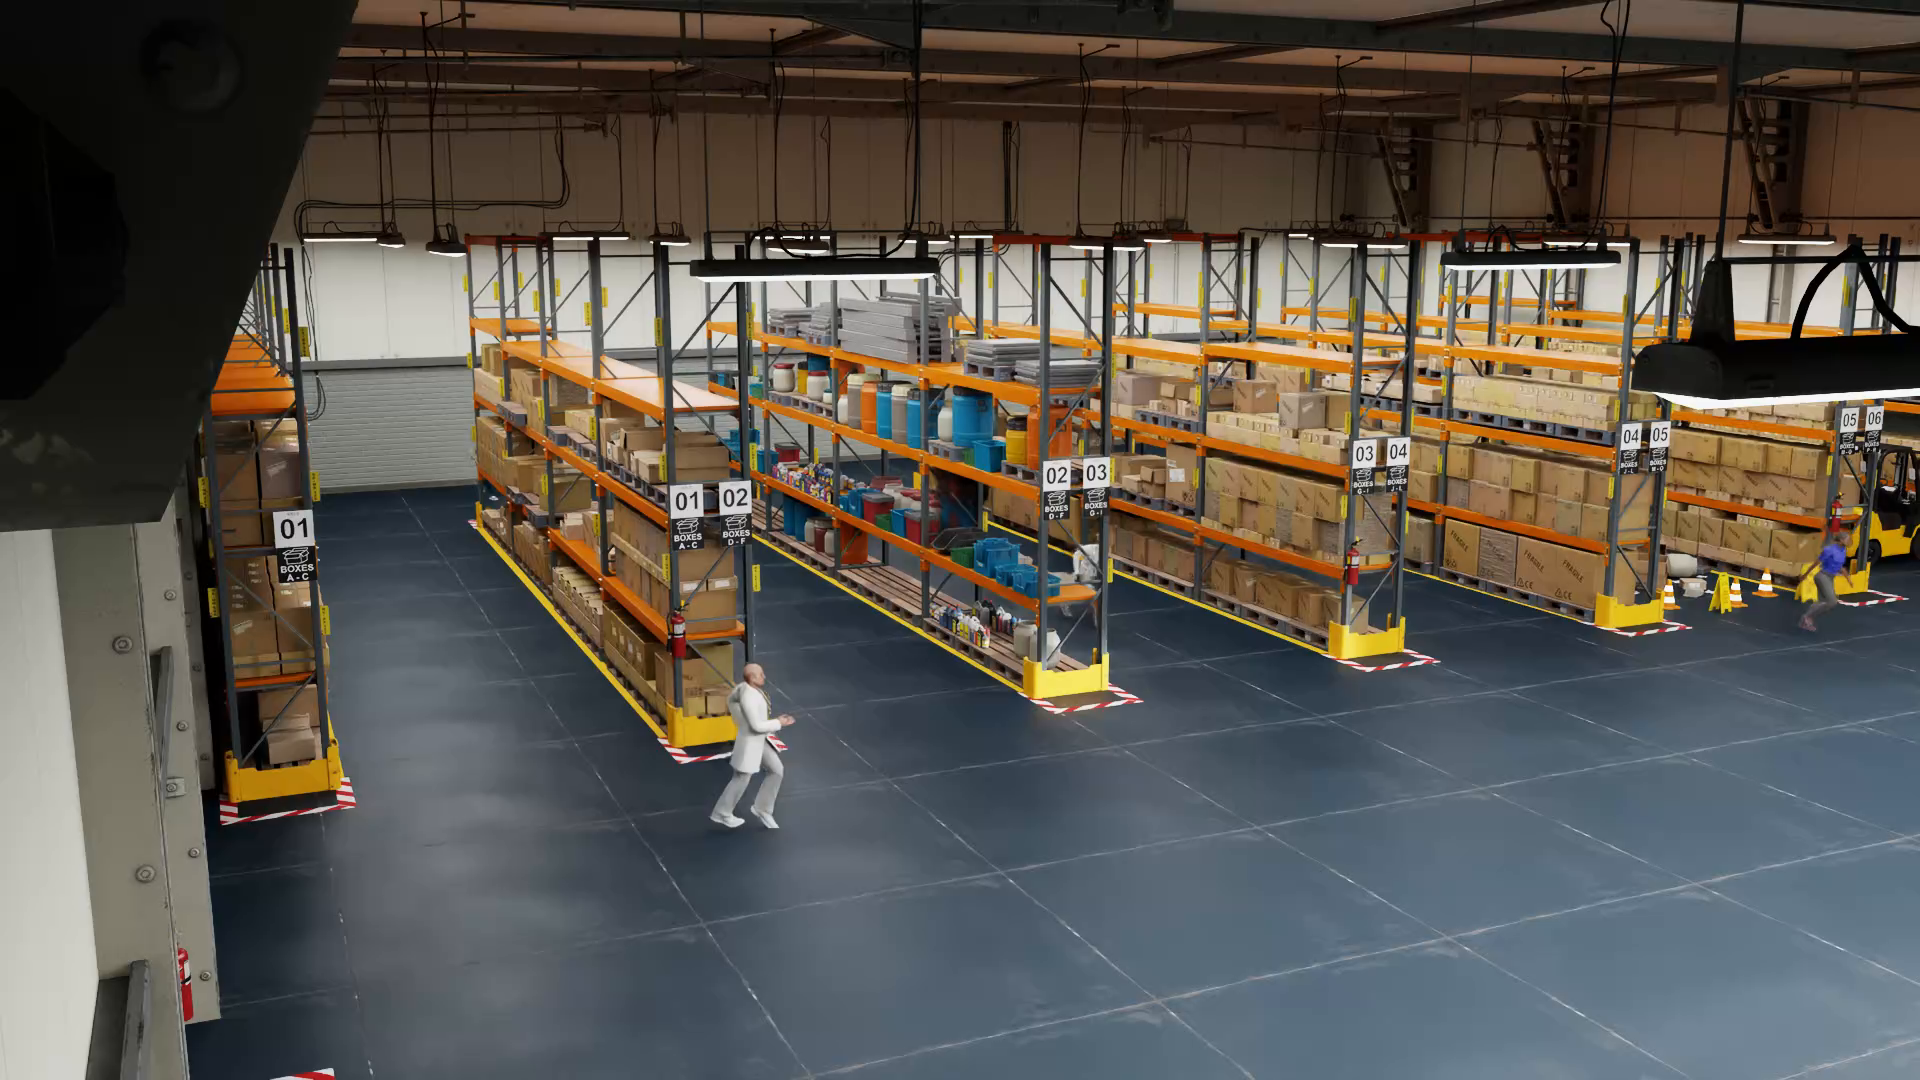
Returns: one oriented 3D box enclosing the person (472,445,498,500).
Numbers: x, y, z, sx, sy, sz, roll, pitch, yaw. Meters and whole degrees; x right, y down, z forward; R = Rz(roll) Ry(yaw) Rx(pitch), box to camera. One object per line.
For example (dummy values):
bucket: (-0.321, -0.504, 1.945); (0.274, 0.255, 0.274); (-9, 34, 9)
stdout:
person: (-10.805, -1.661, 37.685); (0.546, 1.540, 0.547); (8, 14, 37)

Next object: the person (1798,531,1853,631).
person: (13.388, 0.640, 25.679); (0.583, 1.589, 0.672); (-10, 15, -41)

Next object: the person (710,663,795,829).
person: (-2.165, 2.174, 17.298); (0.912, 1.837, 0.646); (1, 11, 5)

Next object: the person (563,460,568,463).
person: (-8.603, -1.410, 35.888); (0.701, 1.788, 0.753); (3, 11, 16)

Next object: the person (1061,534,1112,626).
person: (2.015, 0.580, 26.318); (0.601, 1.507, 1.024); (-8, 13, -35)
